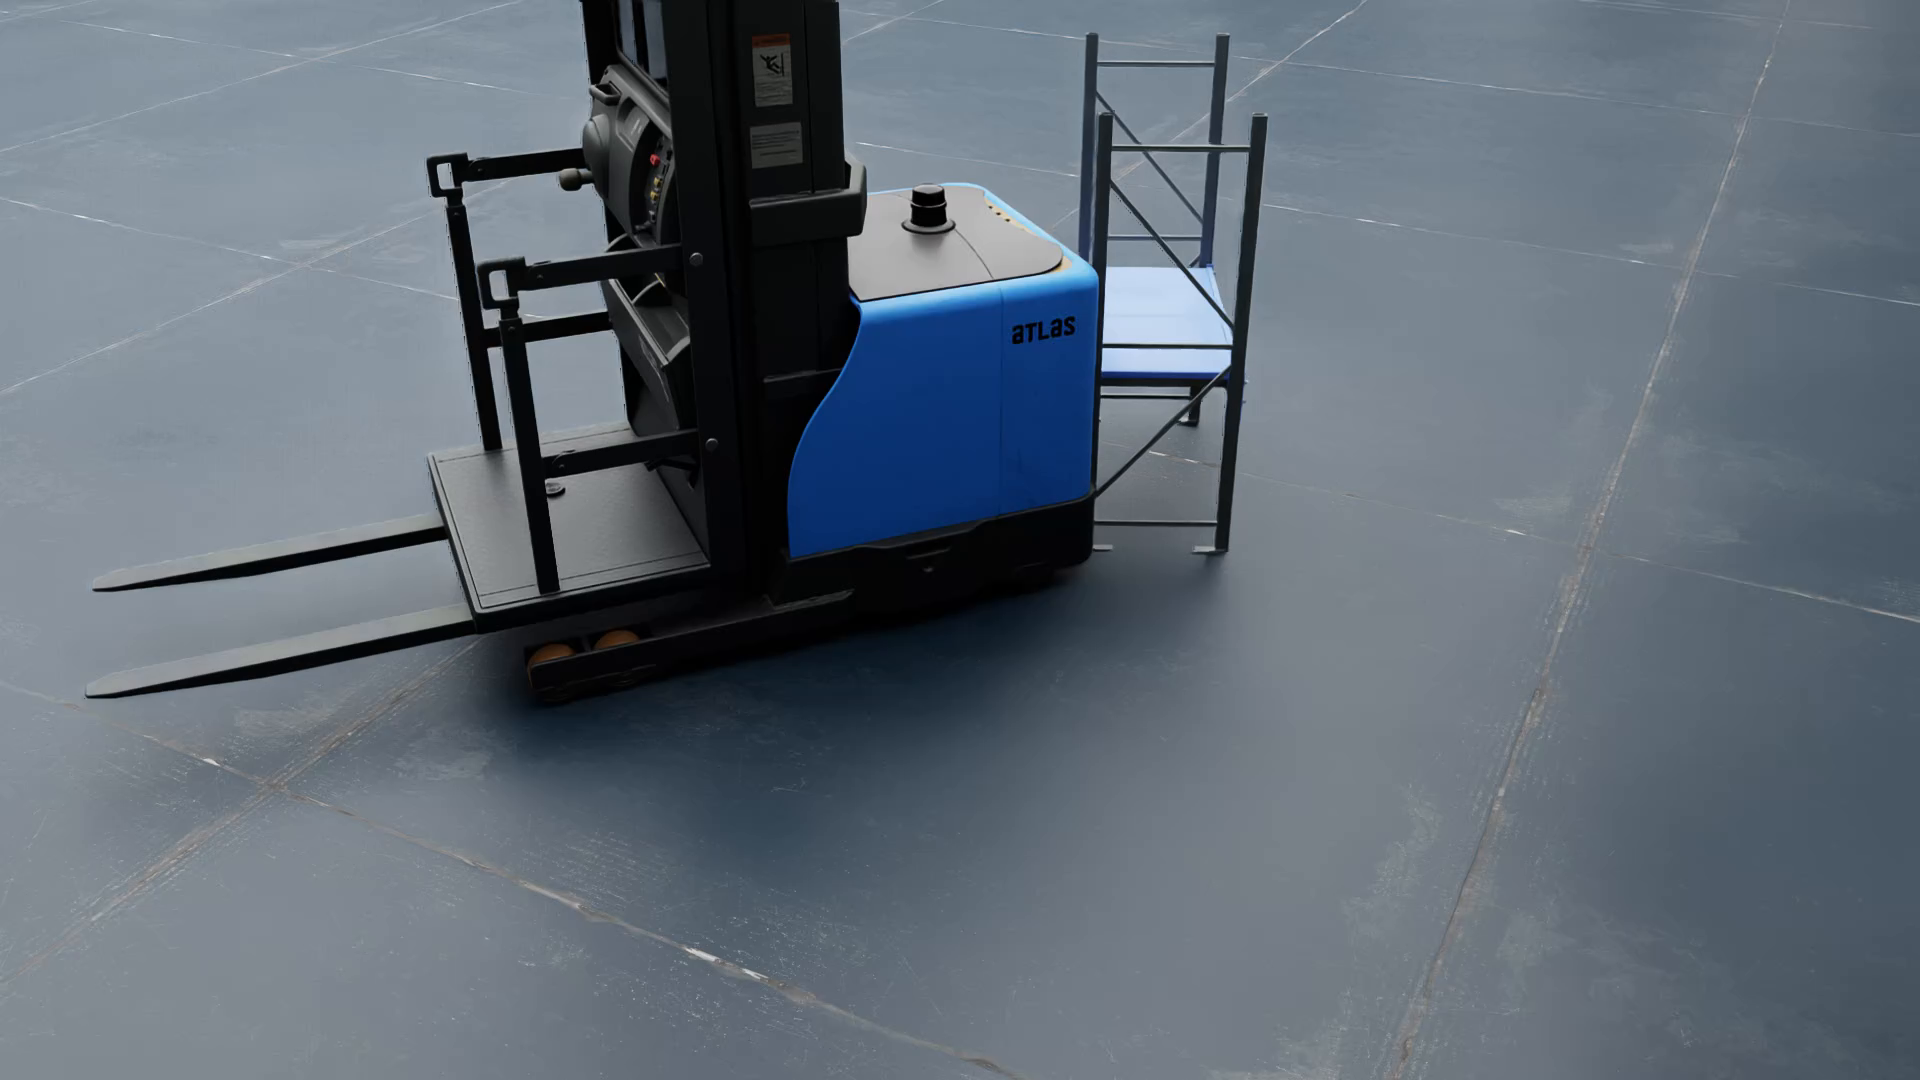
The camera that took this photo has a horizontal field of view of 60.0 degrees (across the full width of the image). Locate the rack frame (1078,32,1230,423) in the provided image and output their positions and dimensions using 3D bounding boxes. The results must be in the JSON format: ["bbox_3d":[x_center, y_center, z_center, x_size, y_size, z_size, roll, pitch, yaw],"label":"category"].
[{"bbox_3d":[0.692,-1.123,6.199,0.500,1.500,0.032,1,30,1],"label":"rack frame"}]

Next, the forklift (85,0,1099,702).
[{"bbox_3d":[-1.128,-1.093,4.709,3.031,2.935,1.130,-12,32,-20],"label":"forklift"}]

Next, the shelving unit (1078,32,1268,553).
[{"bbox_3d":[0.678,-0.870,5.759,0.538,1.500,1.048,1,30,1],"label":"shelving unit"}]

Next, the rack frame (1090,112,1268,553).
[{"bbox_3d":[0.663,-0.617,5.318,0.500,1.500,0.032,1,30,1],"label":"rack frame"}]

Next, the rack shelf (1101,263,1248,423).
[{"bbox_3d":[0.678,-0.714,5.848,0.538,0.185,1.000,1,30,1],"label":"rack shelf"}]
